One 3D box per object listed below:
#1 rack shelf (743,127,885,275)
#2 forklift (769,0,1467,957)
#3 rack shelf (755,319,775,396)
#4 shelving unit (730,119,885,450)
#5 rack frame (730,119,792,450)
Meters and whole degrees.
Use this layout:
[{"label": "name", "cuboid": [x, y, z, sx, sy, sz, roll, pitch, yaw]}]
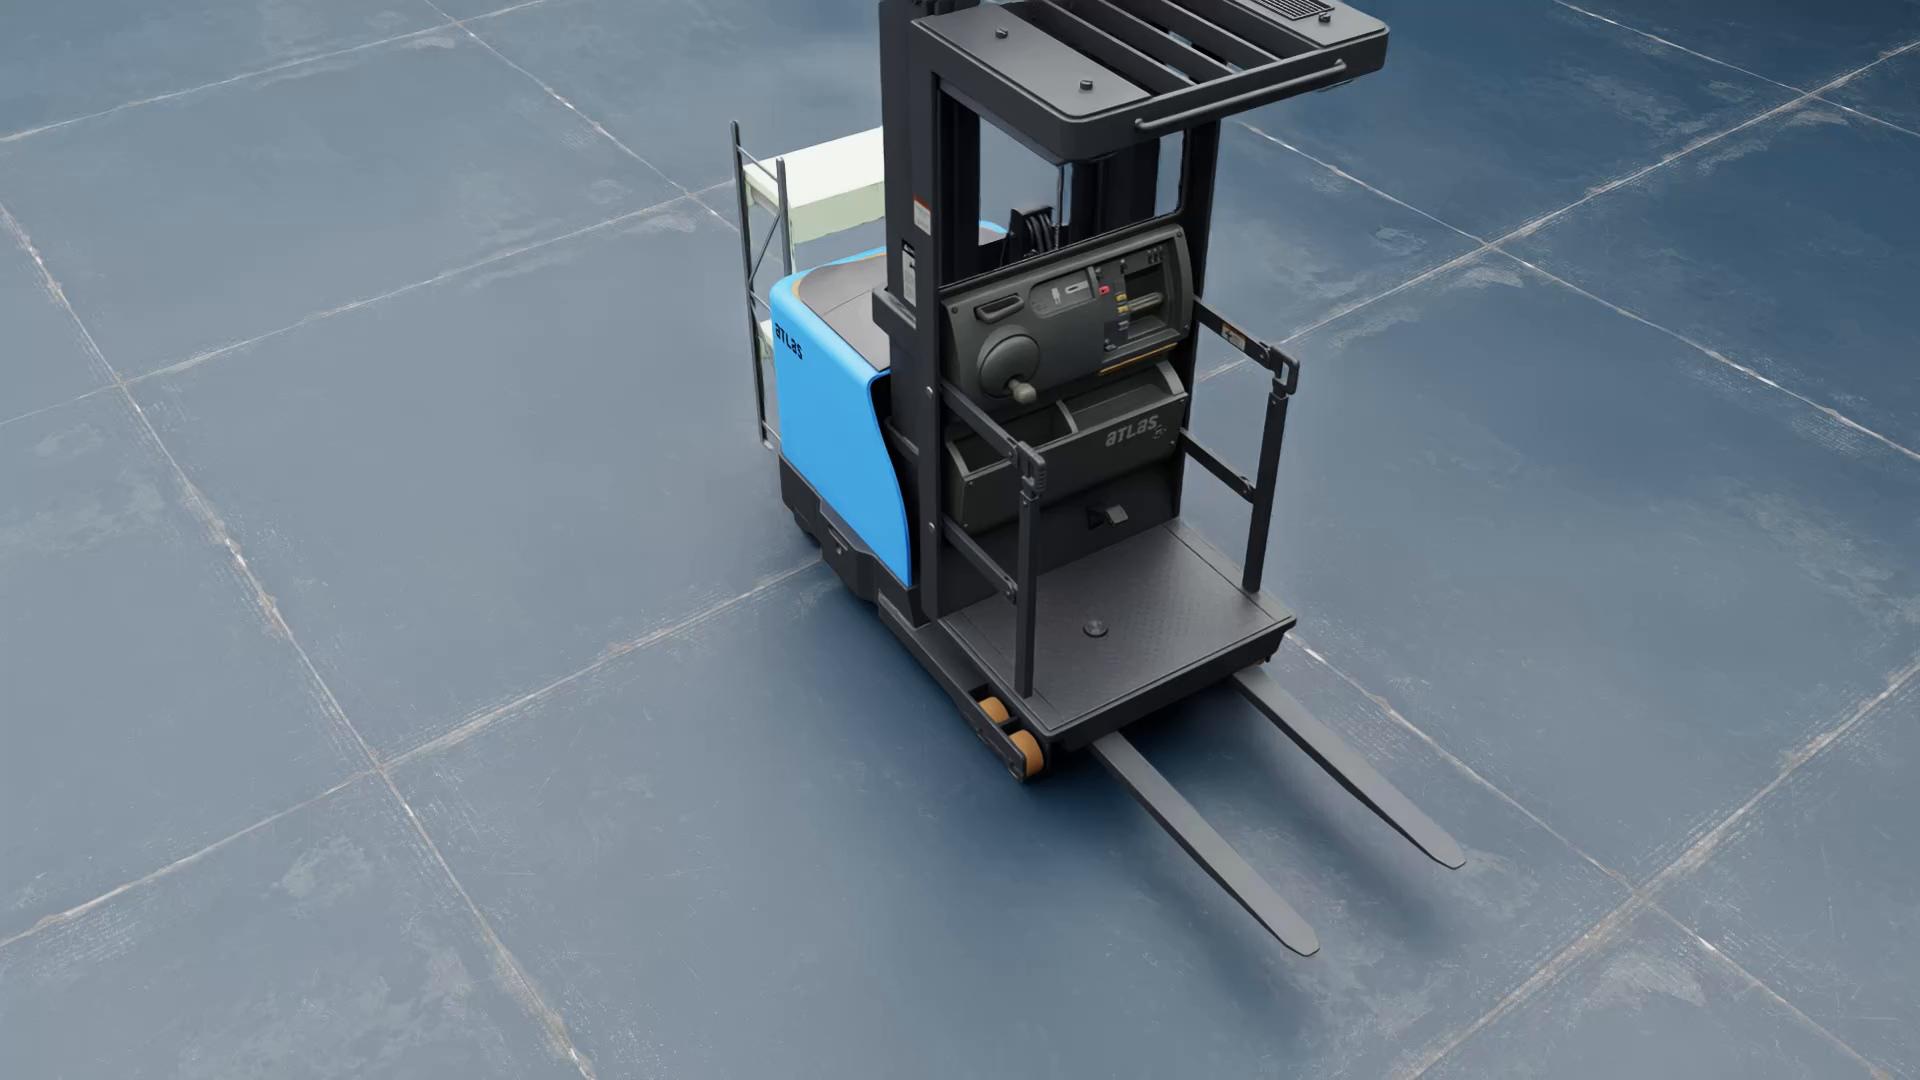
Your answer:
[{"label": "rack shelf", "cuboid": [-0.453, -1.343, 6.590, 0.720, 0.370, 0.431, -23, 44, -25]}, {"label": "forklift", "cuboid": [0.484, -0.654, 5.236, 1.130, 2.935, 3.031, -22, 44, -25]}, {"label": "rack shelf", "cuboid": [-0.453, -0.790, 7.044, 0.720, 0.370, 0.431, -23, 44, -25]}, {"label": "shelving unit", "cuboid": [-0.453, -1.042, 6.837, 0.755, 1.500, 0.431, -23, 44, -25]}, {"label": "rack frame", "cuboid": [-0.759, -0.914, 6.682, 0.023, 1.500, 0.400, -23, 44, -25]}]
